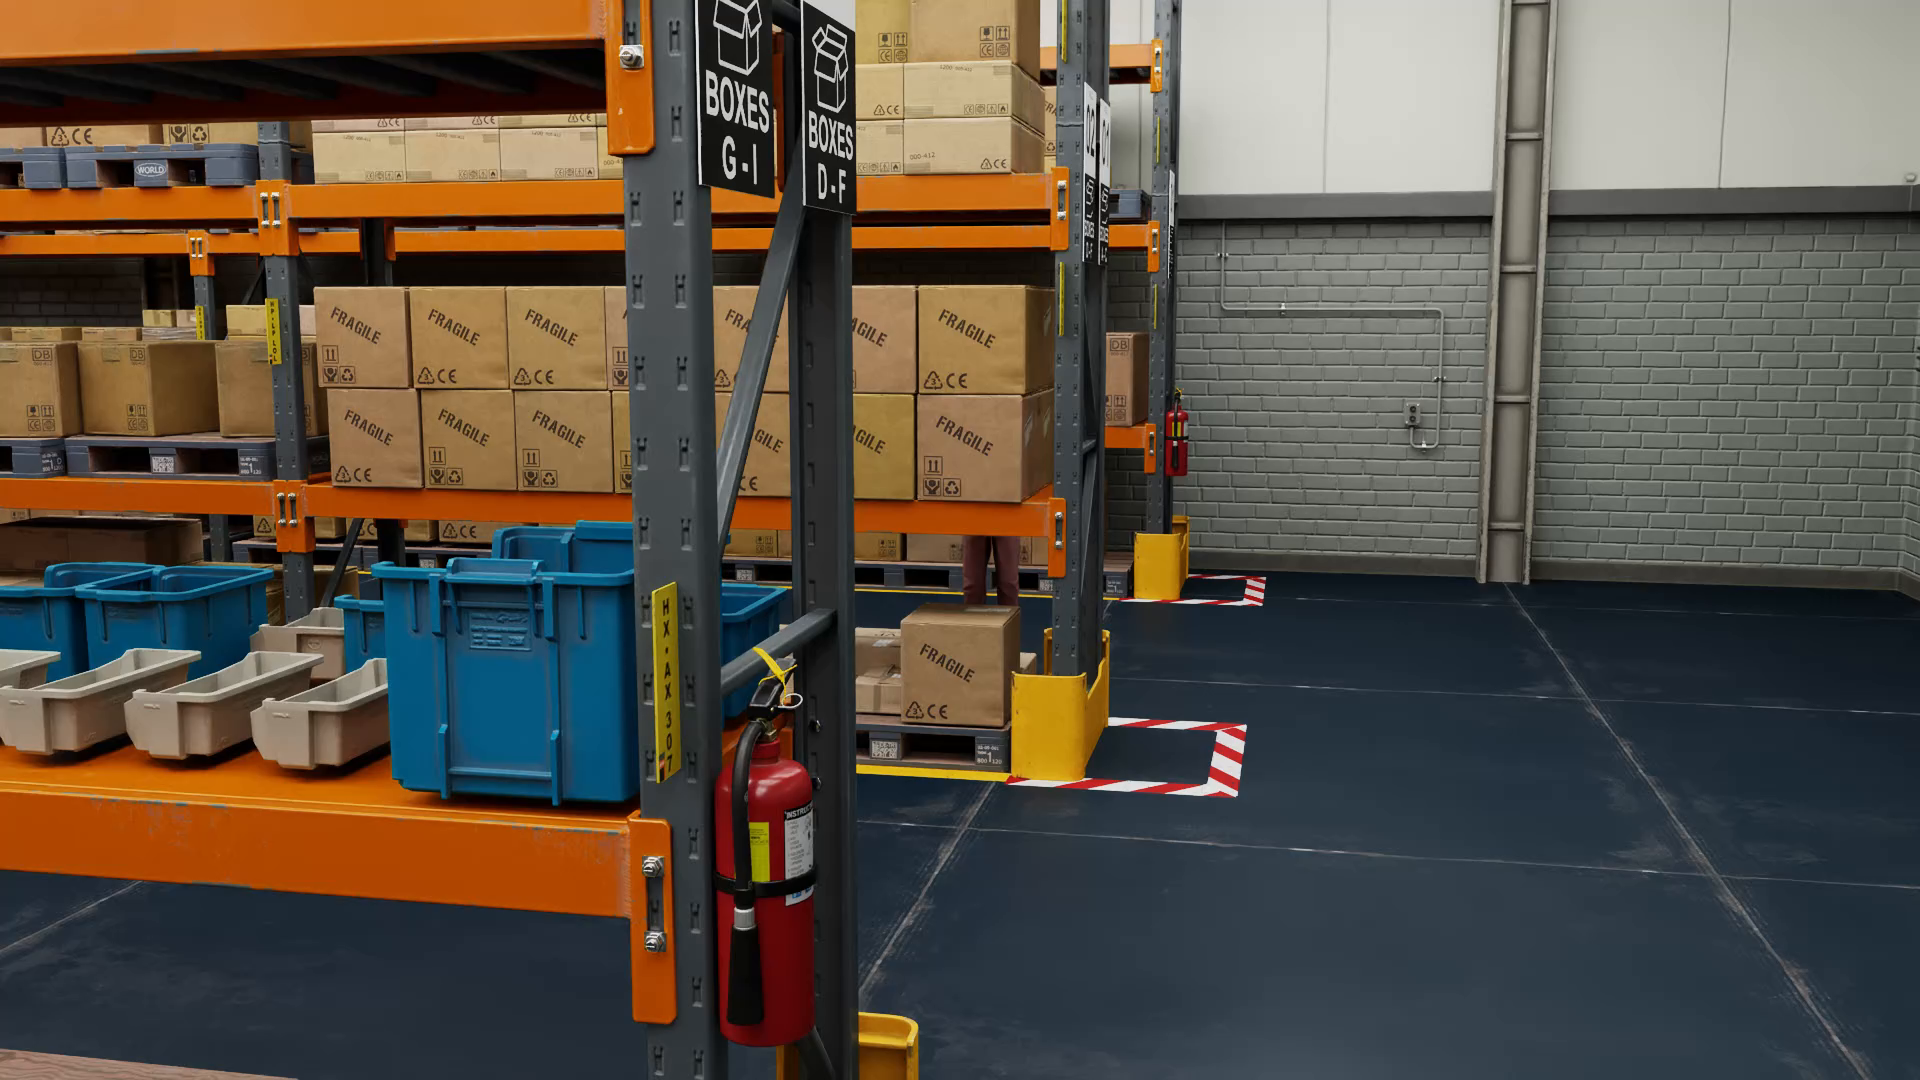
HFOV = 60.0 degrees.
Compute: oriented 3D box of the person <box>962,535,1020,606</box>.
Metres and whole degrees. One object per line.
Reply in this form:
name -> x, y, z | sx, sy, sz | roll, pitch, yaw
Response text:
person -> 0.192, -0.064, 10.312 | 0.427, 1.662, 0.559 | 2, 8, 11
